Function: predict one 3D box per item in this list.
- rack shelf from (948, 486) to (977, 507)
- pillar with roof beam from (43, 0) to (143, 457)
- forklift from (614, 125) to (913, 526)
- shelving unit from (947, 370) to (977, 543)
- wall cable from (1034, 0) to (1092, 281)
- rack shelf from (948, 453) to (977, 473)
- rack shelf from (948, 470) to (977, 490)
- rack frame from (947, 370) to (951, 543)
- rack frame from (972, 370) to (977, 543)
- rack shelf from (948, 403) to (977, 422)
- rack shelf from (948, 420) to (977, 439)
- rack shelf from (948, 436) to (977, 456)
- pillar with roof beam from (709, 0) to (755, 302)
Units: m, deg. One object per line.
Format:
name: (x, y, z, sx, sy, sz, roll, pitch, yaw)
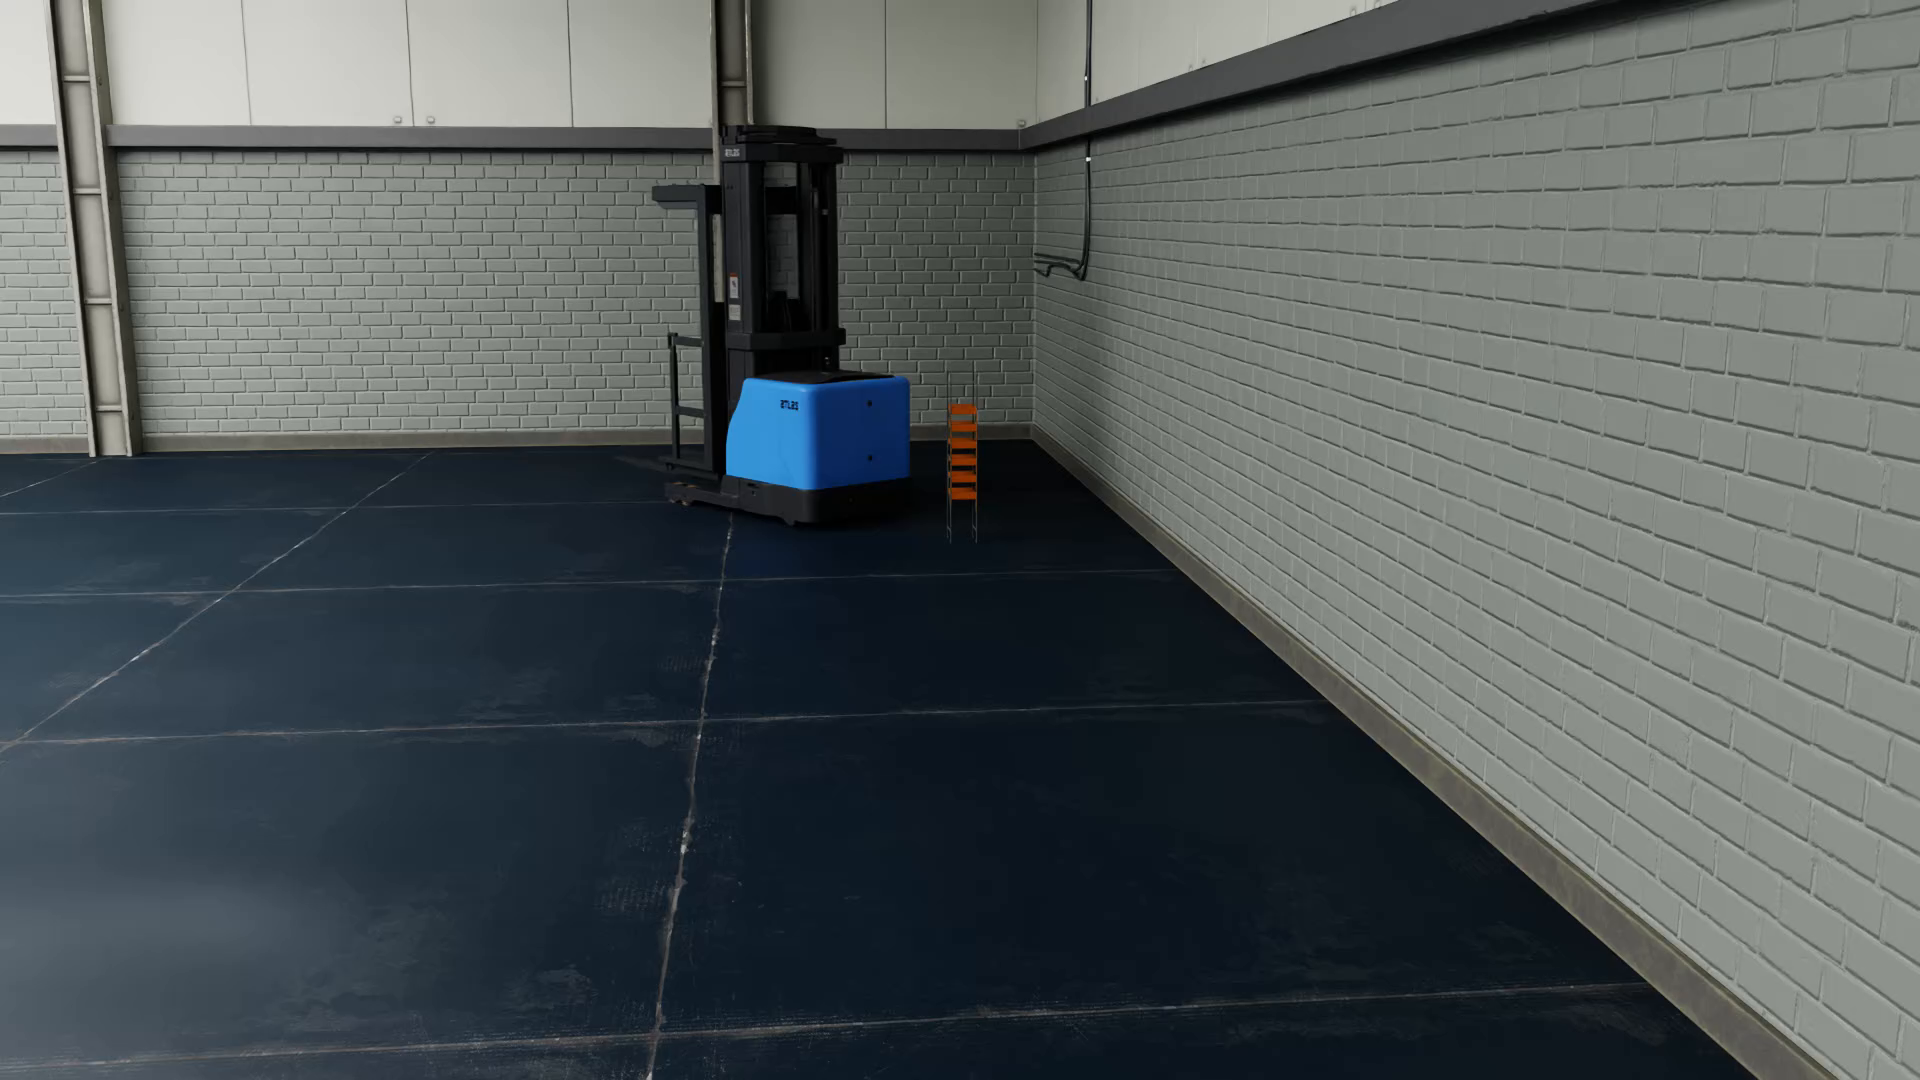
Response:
rack shelf: (0.014, -0.310, 11.809, 0.180, 0.103, 0.258, -1, 11, -6)
pillar with roof beam: (-7.696, -4.422, 11.035, 0.400, 9.000, 9.100, -1, 11, -6)
forklift: (-1.729, -1.768, 13.263, 1.130, 2.935, 3.031, -10, 15, -41)
shelving unit: (0.014, -0.589, 11.754, 0.189, 1.200, 0.258, -1, 11, -6)
wall cable: (0.875, -3.657, 15.192, 0.112, 2.526, 3.097, -1, 11, -6)
rack shelf: (0.014, -0.545, 11.762, 0.180, 0.103, 0.258, -1, 11, -6)
rack shelf: (0.014, -0.428, 11.786, 0.180, 0.103, 0.258, -1, 11, -6)
rack frame: (-0.077, -0.587, 11.744, 0.006, 1.200, 0.240, -1, 11, -6)
rack frame: (0.105, -0.591, 11.764, 0.006, 1.200, 0.240, -1, 11, -6)
rack shelf: (0.014, -0.899, 11.693, 0.180, 0.103, 0.258, -1, 11, -6)
rack shelf: (0.014, -0.781, 11.716, 0.180, 0.103, 0.258, -1, 11, -6)
rack shelf: (0.014, -0.663, 11.739, 0.180, 0.103, 0.258, -1, 11, -6)
pillar with roof beam: (-1.731, -4.547, 11.671, 0.400, 9.000, 9.100, -1, 11, -6)
